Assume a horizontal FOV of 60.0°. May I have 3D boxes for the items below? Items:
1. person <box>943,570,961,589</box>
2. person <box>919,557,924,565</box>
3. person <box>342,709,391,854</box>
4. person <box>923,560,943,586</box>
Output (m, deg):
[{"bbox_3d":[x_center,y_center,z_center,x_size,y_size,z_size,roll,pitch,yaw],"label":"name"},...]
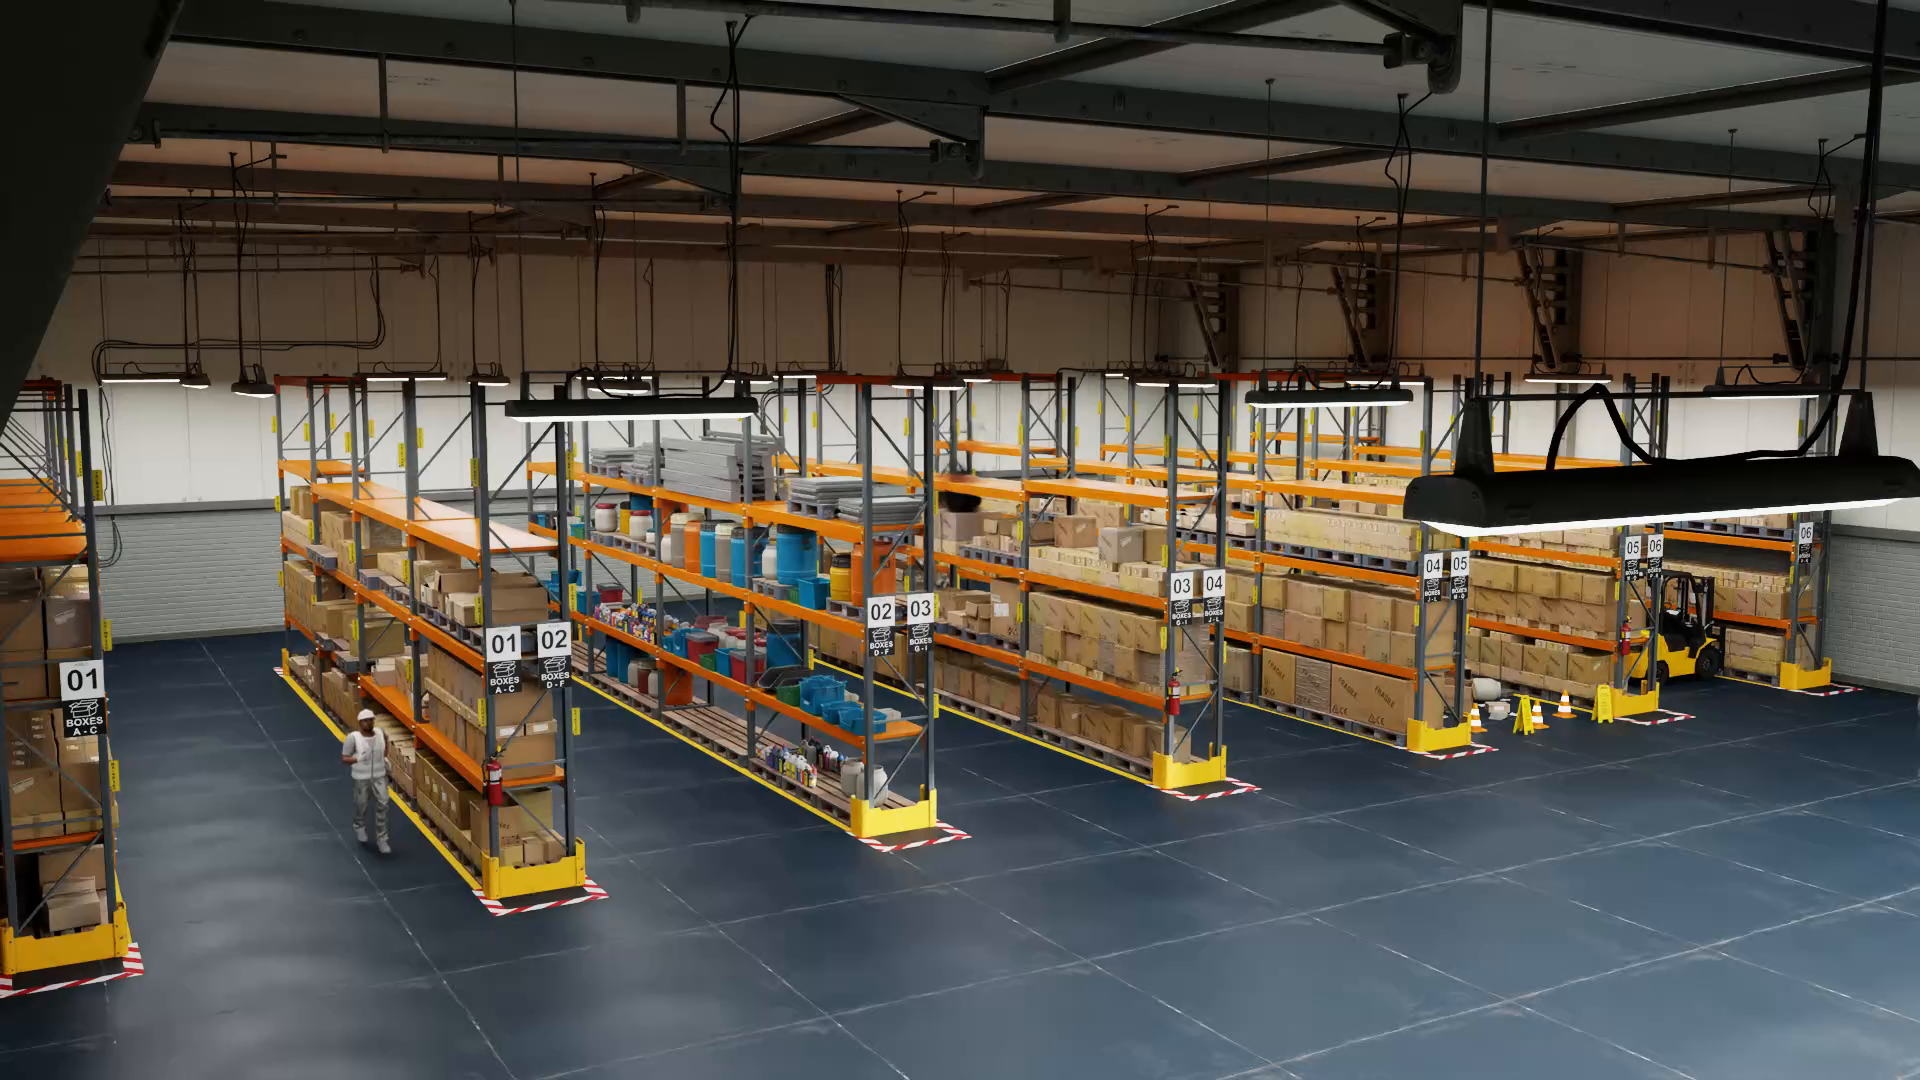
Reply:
[{"bbox_3d":[-0.196,1.433,37.525,0.548,1.621,0.873,-3,7,-26],"label":"person"},{"bbox_3d":[-0.859,0.968,41.898,0.641,1.463,0.604,-3,7,-28],"label":"person"},{"bbox_3d":[-7.615,3.084,21.429,0.664,1.823,0.809,-4,8,-35],"label":"person"},{"bbox_3d":[-0.729,1.268,38.309,0.648,1.833,0.786,-2,7,-21],"label":"person"}]
